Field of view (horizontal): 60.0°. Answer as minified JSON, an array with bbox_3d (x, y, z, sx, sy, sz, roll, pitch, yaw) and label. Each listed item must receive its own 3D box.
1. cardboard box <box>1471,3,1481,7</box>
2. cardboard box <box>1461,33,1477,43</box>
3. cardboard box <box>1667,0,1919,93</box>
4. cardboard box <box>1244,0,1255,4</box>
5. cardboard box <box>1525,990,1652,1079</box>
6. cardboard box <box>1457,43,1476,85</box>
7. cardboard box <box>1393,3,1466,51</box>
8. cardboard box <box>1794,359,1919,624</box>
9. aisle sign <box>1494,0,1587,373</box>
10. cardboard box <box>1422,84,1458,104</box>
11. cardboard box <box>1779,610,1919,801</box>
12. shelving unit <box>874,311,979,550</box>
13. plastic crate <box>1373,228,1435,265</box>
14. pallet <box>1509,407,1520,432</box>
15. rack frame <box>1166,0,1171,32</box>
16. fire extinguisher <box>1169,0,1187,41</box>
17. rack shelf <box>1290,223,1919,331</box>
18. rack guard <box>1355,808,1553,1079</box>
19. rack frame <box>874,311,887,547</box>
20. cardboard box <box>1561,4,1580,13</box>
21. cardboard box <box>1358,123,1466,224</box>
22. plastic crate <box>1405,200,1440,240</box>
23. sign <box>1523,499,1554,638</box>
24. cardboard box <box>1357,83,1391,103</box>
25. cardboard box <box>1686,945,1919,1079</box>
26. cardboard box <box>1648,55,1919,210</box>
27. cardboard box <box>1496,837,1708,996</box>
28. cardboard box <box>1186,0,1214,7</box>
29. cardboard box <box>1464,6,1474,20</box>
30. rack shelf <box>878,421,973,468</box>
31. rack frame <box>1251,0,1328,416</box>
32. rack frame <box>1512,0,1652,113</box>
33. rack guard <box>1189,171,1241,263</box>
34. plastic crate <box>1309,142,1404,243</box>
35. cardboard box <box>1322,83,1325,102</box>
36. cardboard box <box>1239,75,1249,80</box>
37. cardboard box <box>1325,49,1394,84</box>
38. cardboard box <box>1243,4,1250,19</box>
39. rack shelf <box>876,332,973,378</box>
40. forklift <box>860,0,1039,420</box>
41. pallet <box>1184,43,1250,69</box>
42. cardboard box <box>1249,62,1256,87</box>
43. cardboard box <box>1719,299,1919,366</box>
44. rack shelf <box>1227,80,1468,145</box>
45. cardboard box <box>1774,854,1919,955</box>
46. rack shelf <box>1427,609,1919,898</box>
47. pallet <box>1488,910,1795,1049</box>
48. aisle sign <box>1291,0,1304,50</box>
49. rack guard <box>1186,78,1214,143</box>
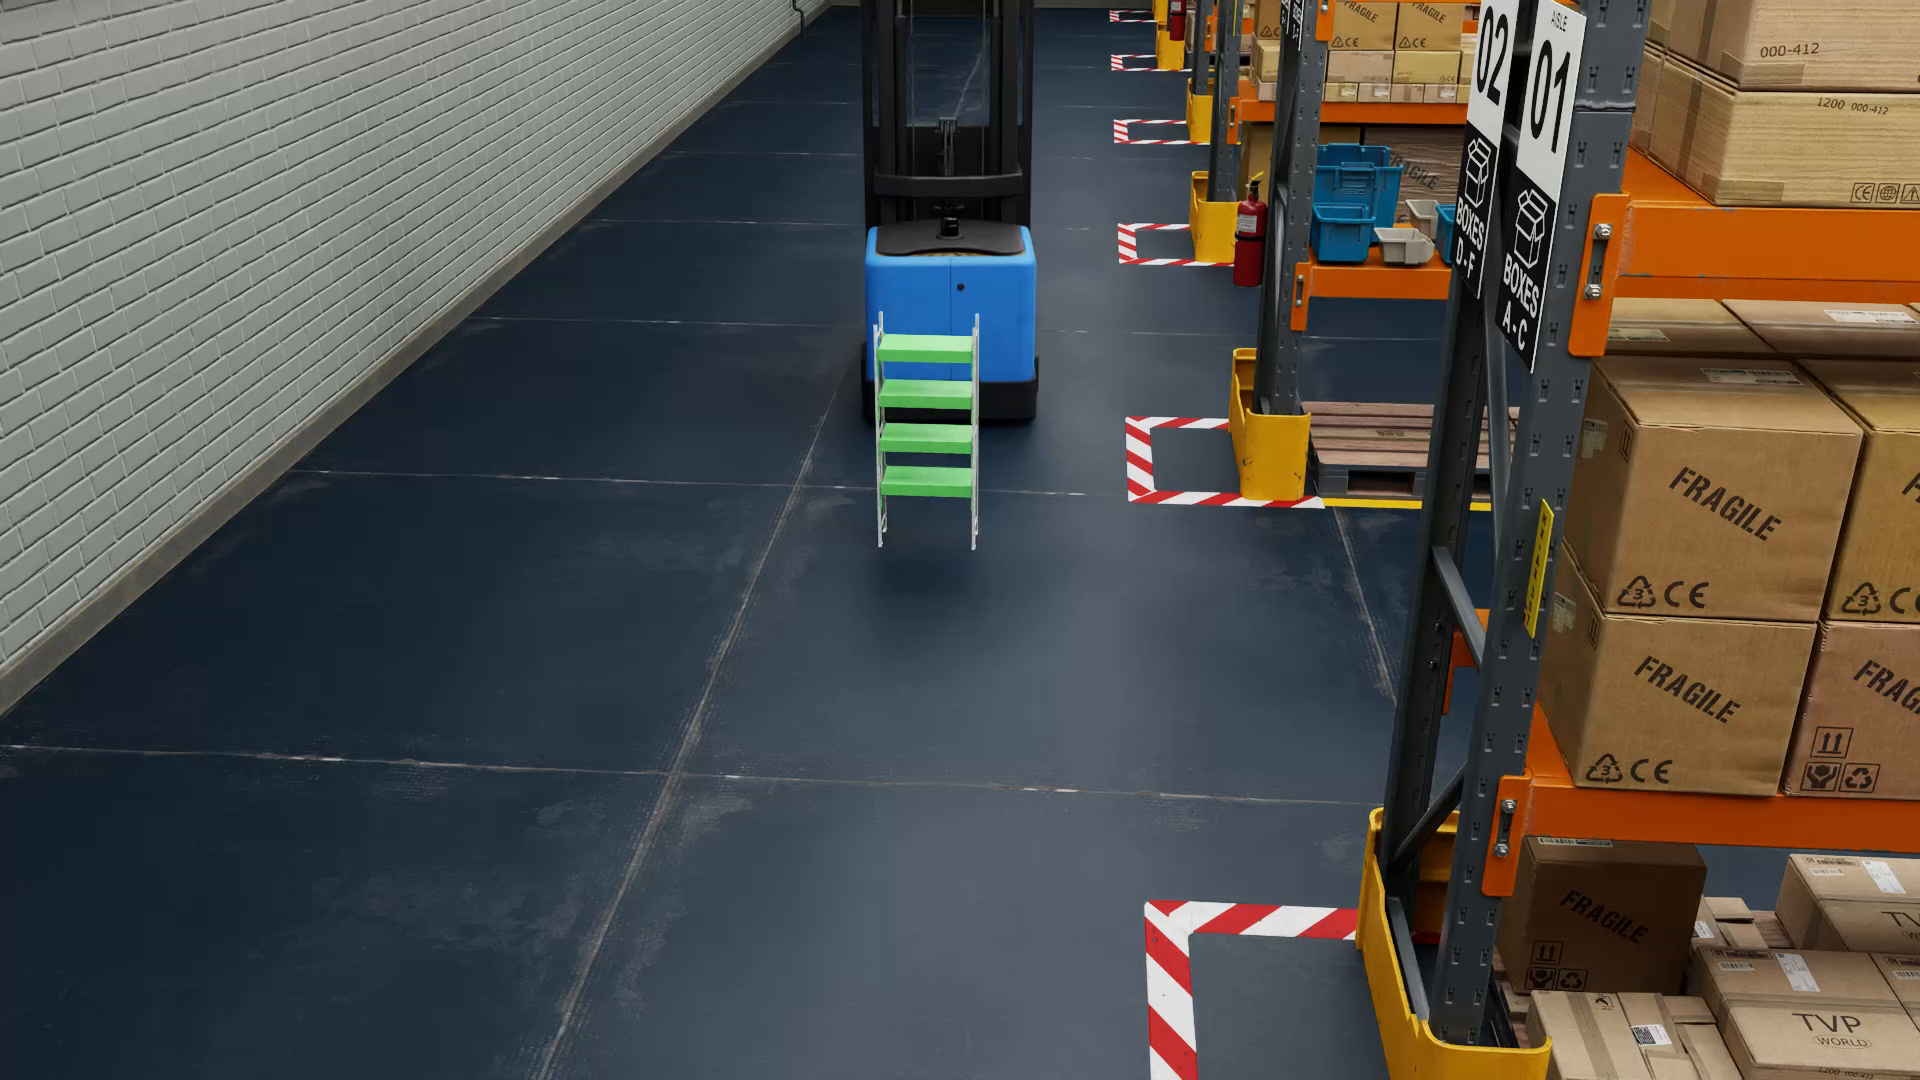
[{"bbox_3d":[5.632,-5.924,17.560,0.500,0.500,0.500,1,25,3],"label":"cardboard box"},{"bbox_3d":[4.221,-4.007,13.693,0.500,0.250,0.500,2,25,4],"label":"cardboard box"},{"bbox_3d":[1.915,-1.160,3.676,0.500,0.250,0.500,2,25,4],"label":"cardboard box"},{"bbox_3d":[3.092,-6.007,17.742,0.500,0.500,0.500,3,25,6],"label":"cardboard box"},{"bbox_3d":[1.814,1.488,4.812,0.250,0.149,0.380,2,25,4],"label":"cardboard box"},{"bbox_3d":[4.183,-3.786,13.212,0.500,0.250,0.500,1,25,3],"label":"cardboard box"},{"bbox_3d":[3.658,-4.142,13.090,0.500,0.500,0.500,1,25,3],"label":"cardboard box"},{"bbox_3d":[2.367,-0.126,4.119,0.500,0.500,0.500,2,25,5],"label":"cardboard box"},{"bbox_3d":[1.332,-0.824,3.843,0.004,0.787,0.394,2,25,4],"label":"aisle sign"},{"bbox_3d":[3.796,-3.589,13.262,0.250,0.149,0.380,2,25,3],"label":"cardboard box"},{"bbox_3d":[2.360,0.329,4.326,0.500,0.500,0.500,2,25,3],"label":"cardboard box"},{"bbox_3d":[-0.165,-0.550,8.511,0.503,1.200,0.258,2,25,4],"label":"shelving unit"},{"bbox_3d":[2.340,-1.546,8.764,0.298,0.136,0.250,2,25,4],"label":"plastic crate"},{"bbox_3d":[3.838,-0.479,9.538,1.213,0.211,1.003,2,25,4],"label":"pallet"},{"bbox_3d":[2.943,-8.023,22.597,0.127,3.000,1.000,2,25,4],"label":"rack frame"},{"bbox_3d":[2.449,-5.952,18.636,0.183,0.674,0.296,2,25,4],"label":"fire extinguisher"},{"bbox_3d":[3.800,-1.437,9.146,4.000,0.370,1.077,2,25,4],"label":"rack shelf"},{"bbox_3d":[1.498,1.374,5.165,0.348,0.500,1.175,2,25,4],"label":"rack guard"},{"bbox_3d":[-0.408,-0.558,8.528,0.015,1.200,0.240,2,25,4],"label":"rack frame"},{"bbox_3d":[4.705,-4.328,13.493,0.500,0.500,0.500,1,25,2],"label":"cardboard box"},{"bbox_3d":[3.736,-3.102,13.942,0.875,0.875,0.875,2,25,4],"label":"cardboard box"},{"bbox_3d":[2.632,-1.785,9.284,0.243,0.136,0.396,2,25,4],"label":"plastic crate"},{"bbox_3d":[1.381,0.069,3.976,0.005,0.325,0.100,2,25,4],"label":"sign"},{"bbox_3d":[3.285,-3.606,13.299,0.250,0.149,0.380,1,25,3],"label":"cardboard box"},{"bbox_3d":[2.441,1.437,4.801,0.500,0.250,0.500,2,25,4],"label":"cardboard box"},{"bbox_3d":[1.915,-0.936,3.786,0.500,0.250,0.500,2,25,4],"label":"cardboard box"},{"bbox_3d":[1.984,1.087,5.264,0.500,0.500,0.500,2,25,4],"label":"cardboard box"},{"bbox_3d":[3.922,-9.089,27.399,0.637,0.503,0.797,1,25,2],"label":"cardboard box"},{"bbox_3d":[5.295,-5.637,17.712,0.250,0.149,0.380,1,25,2],"label":"cardboard box"},{"bbox_3d":[-0.165,-0.492,8.537,0.480,0.148,0.258,2,25,4],"label":"rack shelf"},{"bbox_3d":[1.805,-1.828,9.134,0.127,3.000,1.000,2,25,4],"label":"rack frame"},{"bbox_3d":[1.423,-2.489,3.394,0.127,3.000,1.000,2,25,4],"label":"rack frame"},{"bbox_3d":[2.161,-2.758,14.145,0.348,0.500,1.175,2,25,4],"label":"rack guard"},{"bbox_3d":[2.154,-1.939,9.260,0.499,0.435,0.616,2,25,4],"label":"plastic crate"},{"bbox_3d":[2.769,-3.622,13.333,0.250,0.149,0.380,1,25,3],"label":"cardboard box"},{"bbox_3d":[3.162,-4.964,18.146,0.250,0.149,0.380,1,25,2],"label":"cardboard box"},{"bbox_3d":[3.161,-3.818,13.282,0.500,0.250,0.500,2,25,3],"label":"cardboard box"},{"bbox_3d":[2.963,-5.695,17.839,0.250,0.149,0.380,2,25,4],"label":"cardboard box"},{"bbox_3d":[-0.165,-0.928,8.337,0.480,0.148,0.258,2,25,4],"label":"rack shelf"},{"bbox_3d":[-0.086,-2.635,10.970,1.130,2.935,3.031,-1,25,-1],"label":"forklift"},{"bbox_3d":[3.747,-6.763,23.195,1.213,0.211,1.003,2,25,4],"label":"pallet"},{"bbox_3d":[2.565,-3.904,13.947,0.250,0.149,0.380,2,25,5],"label":"cardboard box"},{"bbox_3d":[2.391,-0.348,4.602,0.500,0.500,0.500,3,25,5],"label":"cardboard box"},{"bbox_3d":[4.179,-3.502,13.632,4.000,0.370,1.077,2,25,4],"label":"rack shelf"},{"bbox_3d":[2.928,1.243,5.223,0.500,0.250,0.500,2,25,4],"label":"cardboard box"},{"bbox_3d":[3.417,0.627,4.659,4.000,0.370,1.077,2,25,4],"label":"rack shelf"},{"bbox_3d":[2.293,1.531,5.171,1.213,0.211,1.003,2,25,4],"label":"pallet"},{"bbox_3d":[1.711,-2.888,8.327,0.004,0.787,0.394,2,25,4],"label":"aisle sign"},{"bbox_3d":[2.741,-4.818,18.624,0.348,0.500,1.175,2,25,4],"label":"rack guard"}]
